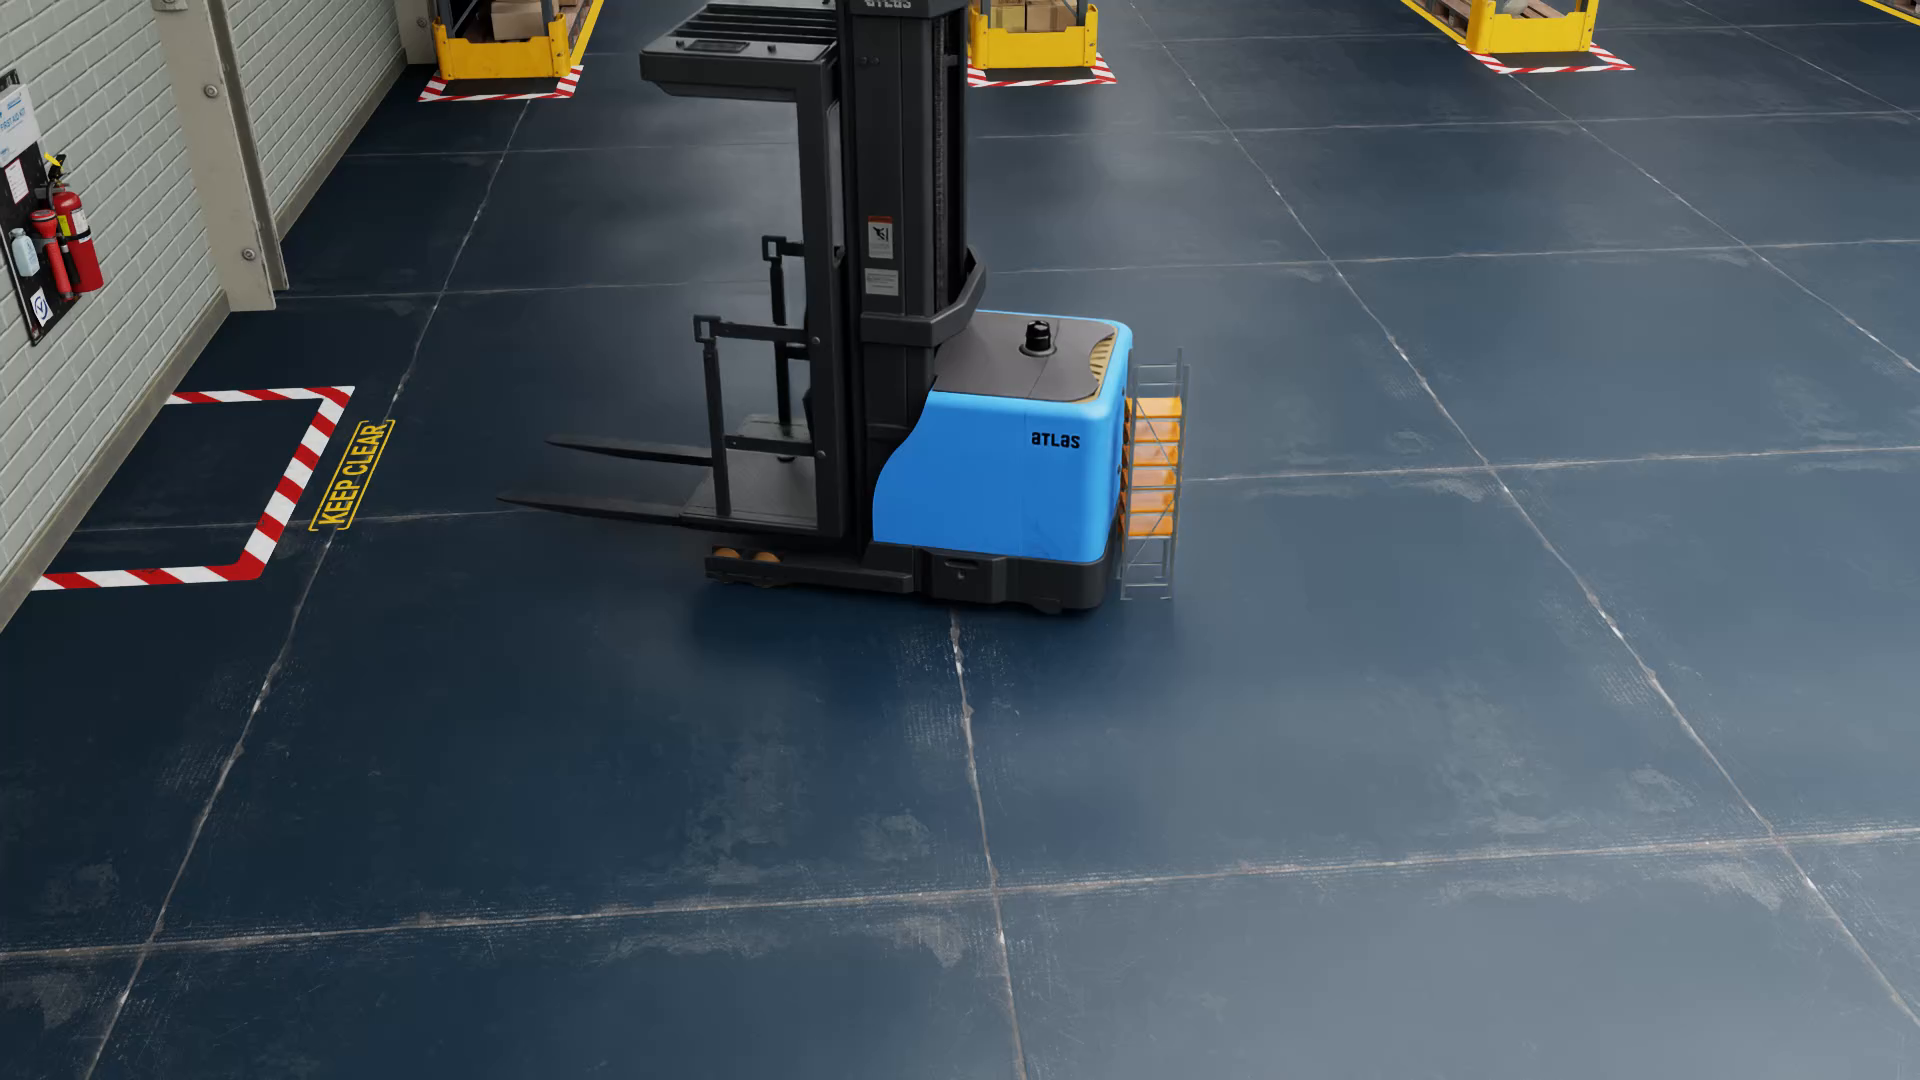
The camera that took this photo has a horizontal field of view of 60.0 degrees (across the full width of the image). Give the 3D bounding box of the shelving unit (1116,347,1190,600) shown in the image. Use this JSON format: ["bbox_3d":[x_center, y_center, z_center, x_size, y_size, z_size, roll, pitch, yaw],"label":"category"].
[{"bbox_3d":[0.867,-0.283,7.554,0.258,1.200,0.189,-1,31,-2],"label":"shelving unit"}]

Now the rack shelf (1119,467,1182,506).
[{"bbox_3d":[0.867,-0.245,7.577,0.258,0.103,0.180,-1,31,-2],"label":"rack shelf"}]

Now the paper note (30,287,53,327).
[{"bbox_3d":[-4.461,-1.133,8.080,0.016,0.148,0.142,-3,31,-5],"label":"paper note"}]

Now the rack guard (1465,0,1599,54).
[{"bbox_3d":[5.574,-5.053,16.223,1.175,0.500,0.348,-3,31,-5],"label":"rack guard"}]

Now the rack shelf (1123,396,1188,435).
[{"bbox_3d":[0.867,-0.554,7.392,0.258,0.103,0.180,-1,31,-2],"label":"rack shelf"}]

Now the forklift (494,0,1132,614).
[{"bbox_3d":[-0.740,-1.289,7.550,3.031,2.935,1.130,6,31,10],"label":"forklift"}]

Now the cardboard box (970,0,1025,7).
[{"bbox_3d":[0.350,-5.436,15.966,0.500,0.500,0.500,-3,31,-5],"label":"cardboard box"}]

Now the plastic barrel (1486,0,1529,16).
[{"bbox_3d":[5.491,-5.535,16.607,0.421,0.512,0.421,0,31,0],"label":"plastic barrel"}]

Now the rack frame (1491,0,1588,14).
[{"bbox_3d":[5.628,-6.090,15.521,1.000,3.000,0.127,-3,31,-5],"label":"rack frame"}]

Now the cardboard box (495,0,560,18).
[{"bbox_3d":[-4.264,-5.299,16.389,0.500,0.311,0.500,0,31,0],"label":"cardboard box"}]

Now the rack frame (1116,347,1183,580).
[{"bbox_3d":[0.863,-0.330,7.633,0.240,1.200,0.006,-1,31,-2],"label":"rack frame"}]

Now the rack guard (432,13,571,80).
[{"bbox_3d":[-4.242,-4.581,15.432,1.175,0.500,0.348,-3,31,-5],"label":"rack guard"}]

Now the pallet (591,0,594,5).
[{"bbox_3d":[-4.511,-6.119,18.289,1.003,0.211,1.213,-3,31,-5],"label":"pallet"}]

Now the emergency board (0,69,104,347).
[{"bbox_3d":[-4.408,-1.605,8.011,0.194,1.169,0.643,-3,31,-5],"label":"emergency board"}]

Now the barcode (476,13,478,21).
[{"bbox_3d":[-4.610,-5.002,15.882,0.001,0.075,0.075,-3,31,-5],"label":"barcode"}]

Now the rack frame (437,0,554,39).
[{"bbox_3d":[-4.235,-5.615,14.726,1.000,3.000,0.127,-3,31,-5],"label":"rack frame"}]

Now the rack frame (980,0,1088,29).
[{"bbox_3d":[0.696,-5.855,15.127,1.000,3.000,0.127,-3,31,-5],"label":"rack frame"}]

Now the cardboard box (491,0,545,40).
[{"bbox_3d":[-4.210,-5.007,15.901,0.500,0.311,0.500,-6,31,-10],"label":"cardboard box"}]

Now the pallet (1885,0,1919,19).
[{"bbox_3d":[10.512,-5.585,17.395,1.003,0.211,1.213,-3,31,-5],"label":"pallet"}]

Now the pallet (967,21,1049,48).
[{"bbox_3d":[0.583,-5.046,16.492,1.003,0.211,1.213,-3,31,-5],"label":"pallet"}]

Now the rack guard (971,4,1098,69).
[{"bbox_3d":[0.699,-4.769,15.747,1.175,0.500,0.348,-3,31,-5],"label":"rack guard"}]

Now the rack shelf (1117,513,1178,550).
[{"bbox_3d":[0.867,-0.039,7.700,0.258,0.103,0.180,-1,31,-2],"label":"rack shelf"}]

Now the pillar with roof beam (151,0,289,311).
[{"bbox_3d":[-0.315,-5.650,8.933,9.100,9.000,0.400,-3,31,-5],"label":"pillar with roof beam"}]

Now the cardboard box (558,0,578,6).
[{"bbox_3d":[-4.282,-5.757,16.971,0.700,0.500,0.500,-5,31,-8],"label":"cardboard box"}]

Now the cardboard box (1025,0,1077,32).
[{"bbox_3d":[0.868,-5.139,16.200,0.500,0.250,0.500,-3,31,-5],"label":"cardboard box"}]

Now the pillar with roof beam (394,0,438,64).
[{"bbox_3d":[-0.876,-8.713,14.062,9.100,9.000,0.400,-3,31,-5],"label":"pillar with roof beam"}]

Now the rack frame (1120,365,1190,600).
[{"bbox_3d":[0.871,-0.236,7.476,0.240,1.200,0.006,-1,31,-2],"label":"rack frame"}]

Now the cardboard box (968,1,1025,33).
[{"bbox_3d":[0.352,-5.114,16.159,0.500,0.250,0.500,-3,31,-5],"label":"cardboard box"}]

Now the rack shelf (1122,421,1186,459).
[{"bbox_3d":[0.867,-0.451,7.454,0.258,0.103,0.180,-1,31,-2],"label":"rack shelf"}]

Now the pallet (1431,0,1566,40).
[{"bbox_3d":[5.504,-5.344,16.992,1.003,0.211,1.213,-3,31,-5],"label":"pallet"}]

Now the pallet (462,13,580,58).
[{"bbox_3d":[-4.283,-4.874,16.203,1.003,0.211,1.213,-3,31,-5],"label":"pallet"}]

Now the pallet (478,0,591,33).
[{"bbox_3d":[-4.394,-5.495,17.244,1.003,0.211,1.213,-3,31,-5],"label":"pallet"}]

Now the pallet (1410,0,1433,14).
[{"bbox_3d":[5.393,-5.966,18.032,1.003,0.211,1.213,-3,31,-5],"label":"pallet"}]

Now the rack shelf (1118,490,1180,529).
[{"bbox_3d":[0.867,-0.142,7.639,0.258,0.103,0.180,-1,31,-2],"label":"rack shelf"}]

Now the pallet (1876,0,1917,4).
[{"bbox_3d":[10.401,-6.207,18.436,1.003,0.211,1.213,-3,31,-5],"label":"pallet"}]

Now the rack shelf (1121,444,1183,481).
[{"bbox_3d":[0.867,-0.348,7.515,0.258,0.103,0.180,-1,31,-2],"label":"rack shelf"}]
